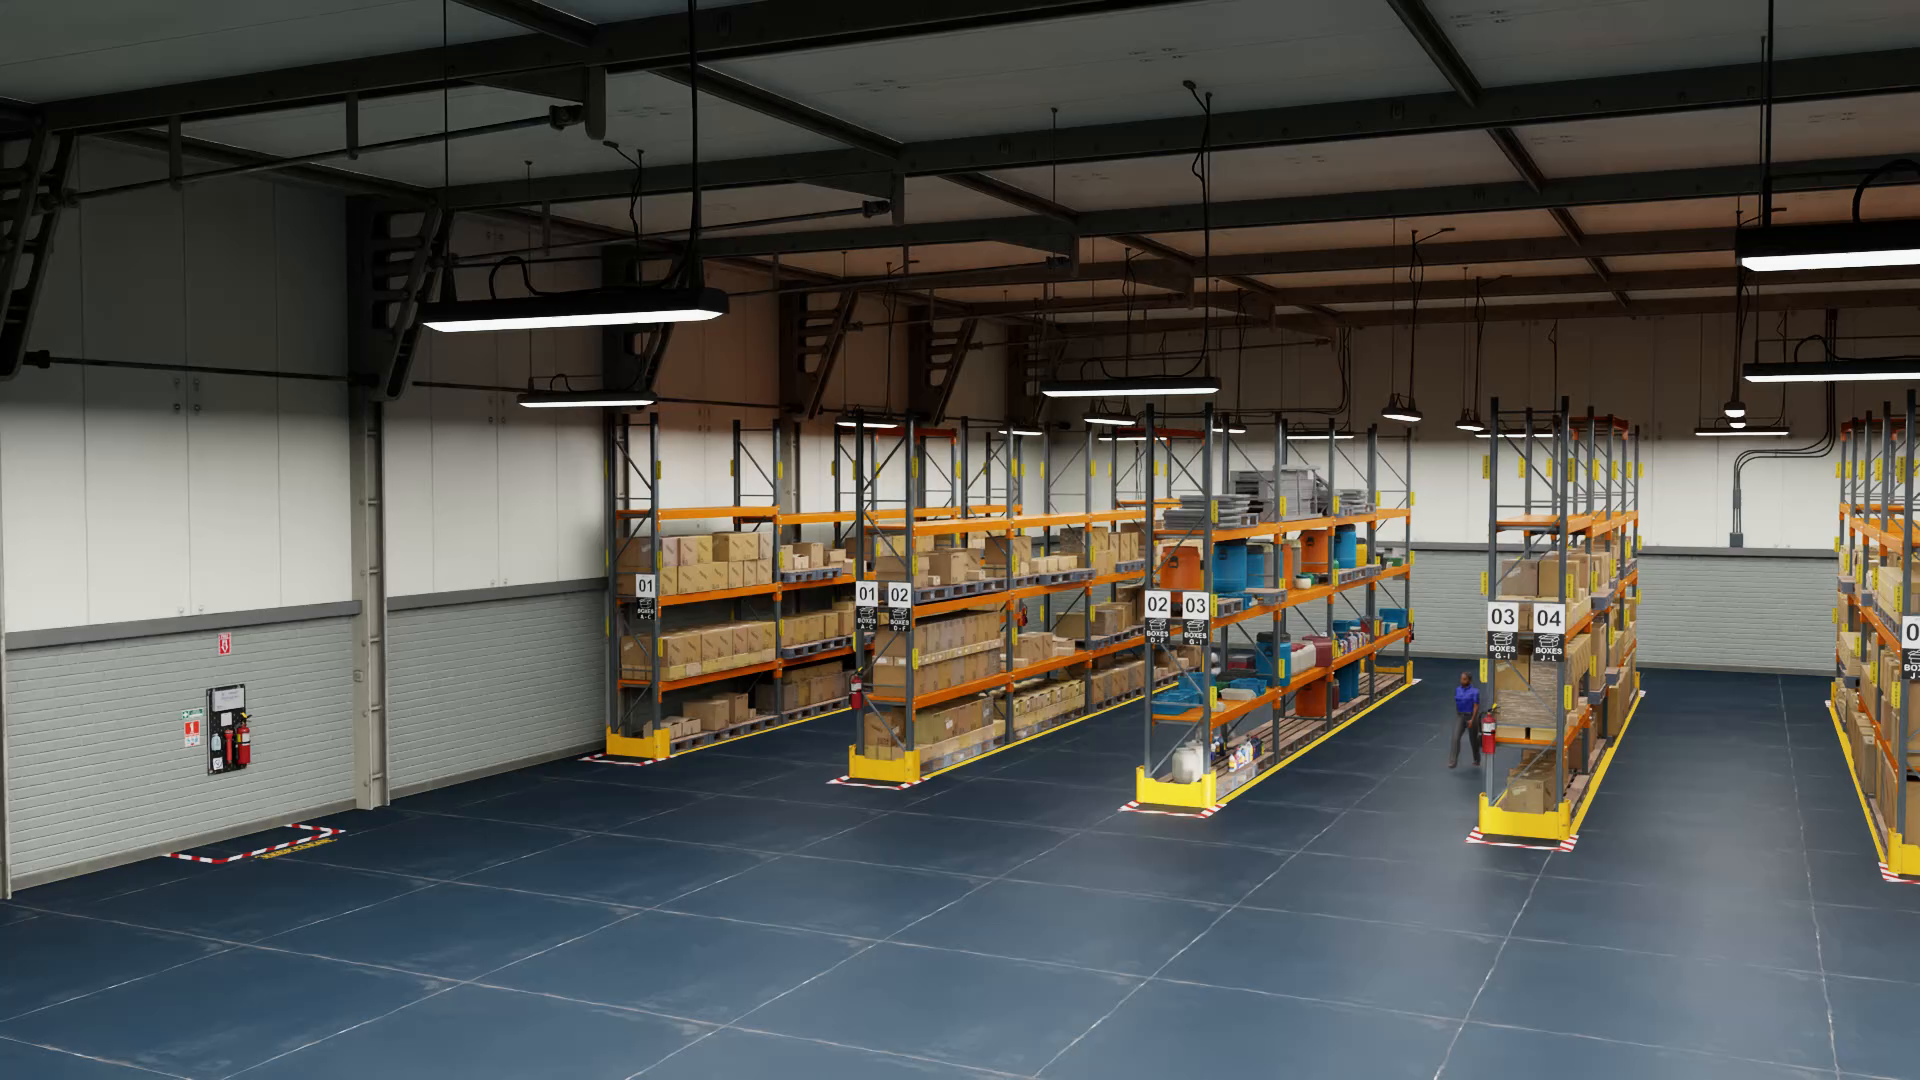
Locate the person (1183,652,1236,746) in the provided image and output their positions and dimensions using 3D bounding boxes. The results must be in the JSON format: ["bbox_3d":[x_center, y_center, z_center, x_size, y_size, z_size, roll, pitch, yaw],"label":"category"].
[{"bbox_3d":[4.478,2.866,29.729,0.949,1.744,0.620,1,3,26],"label":"person"}]

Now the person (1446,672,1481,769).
[{"bbox_3d":[8.437,3.007,27.779,0.462,1.606,0.948,2,3,40],"label":"person"}]
